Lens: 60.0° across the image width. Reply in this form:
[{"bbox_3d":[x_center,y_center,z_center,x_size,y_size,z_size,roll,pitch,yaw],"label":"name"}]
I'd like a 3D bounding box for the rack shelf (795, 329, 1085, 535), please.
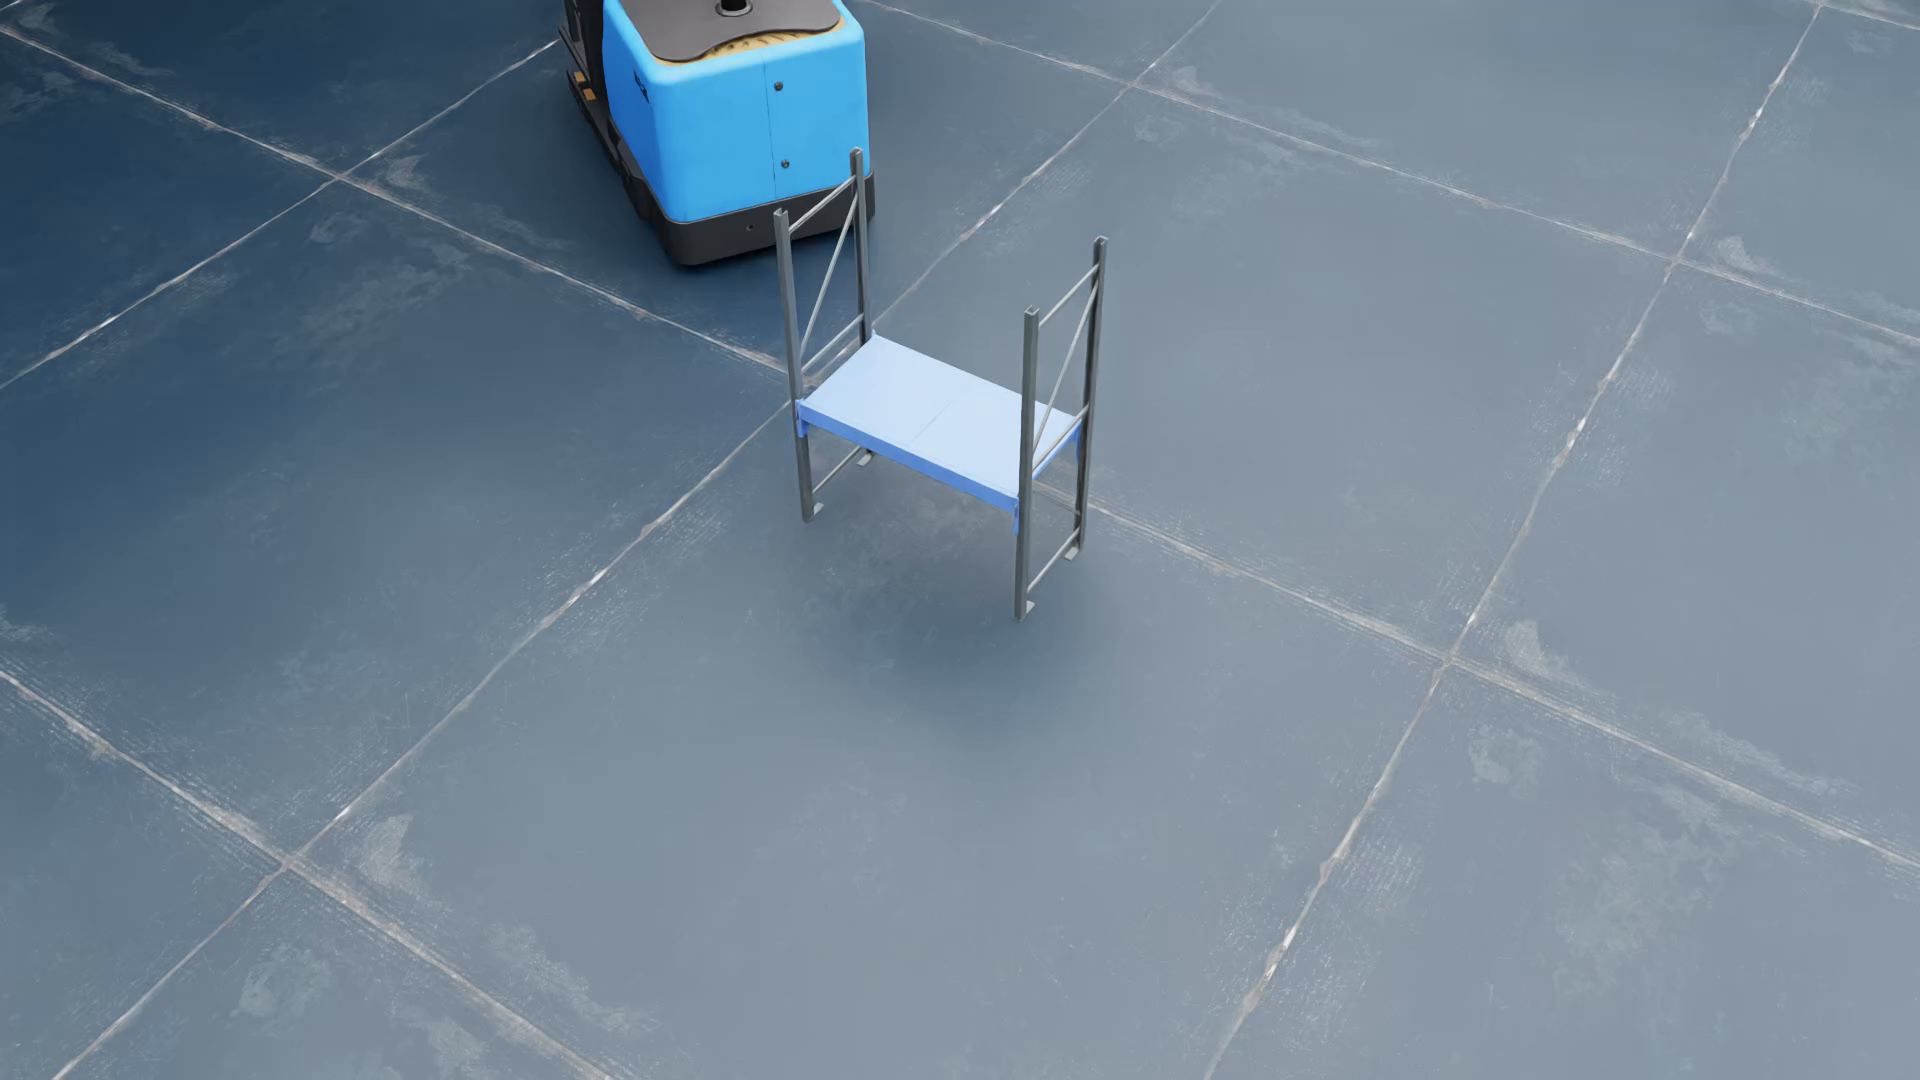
[{"bbox_3d":[-0.072,-0.430,6.373,1.000,0.185,0.538,25,51,22],"label":"rack shelf"}]

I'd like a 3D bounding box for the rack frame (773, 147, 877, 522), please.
[{"bbox_3d":[-0.500,-0.753,6.435,0.032,1.500,0.500,25,51,22],"label":"rack frame"}]

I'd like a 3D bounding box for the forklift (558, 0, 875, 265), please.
[{"bbox_3d":[-1.482,-3.398,8.009,1.130,2.935,3.031,-18,48,-17],"label":"forklift"}]

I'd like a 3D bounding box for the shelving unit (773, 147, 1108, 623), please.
[{"bbox_3d":[-0.072,-0.556,6.244,1.048,1.500,0.538,25,51,22],"label":"shelving unit"}]

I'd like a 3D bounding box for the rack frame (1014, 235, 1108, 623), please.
[{"bbox_3d":[0.356,-0.359,6.053,0.032,1.500,0.500,25,51,22],"label":"rack frame"}]
